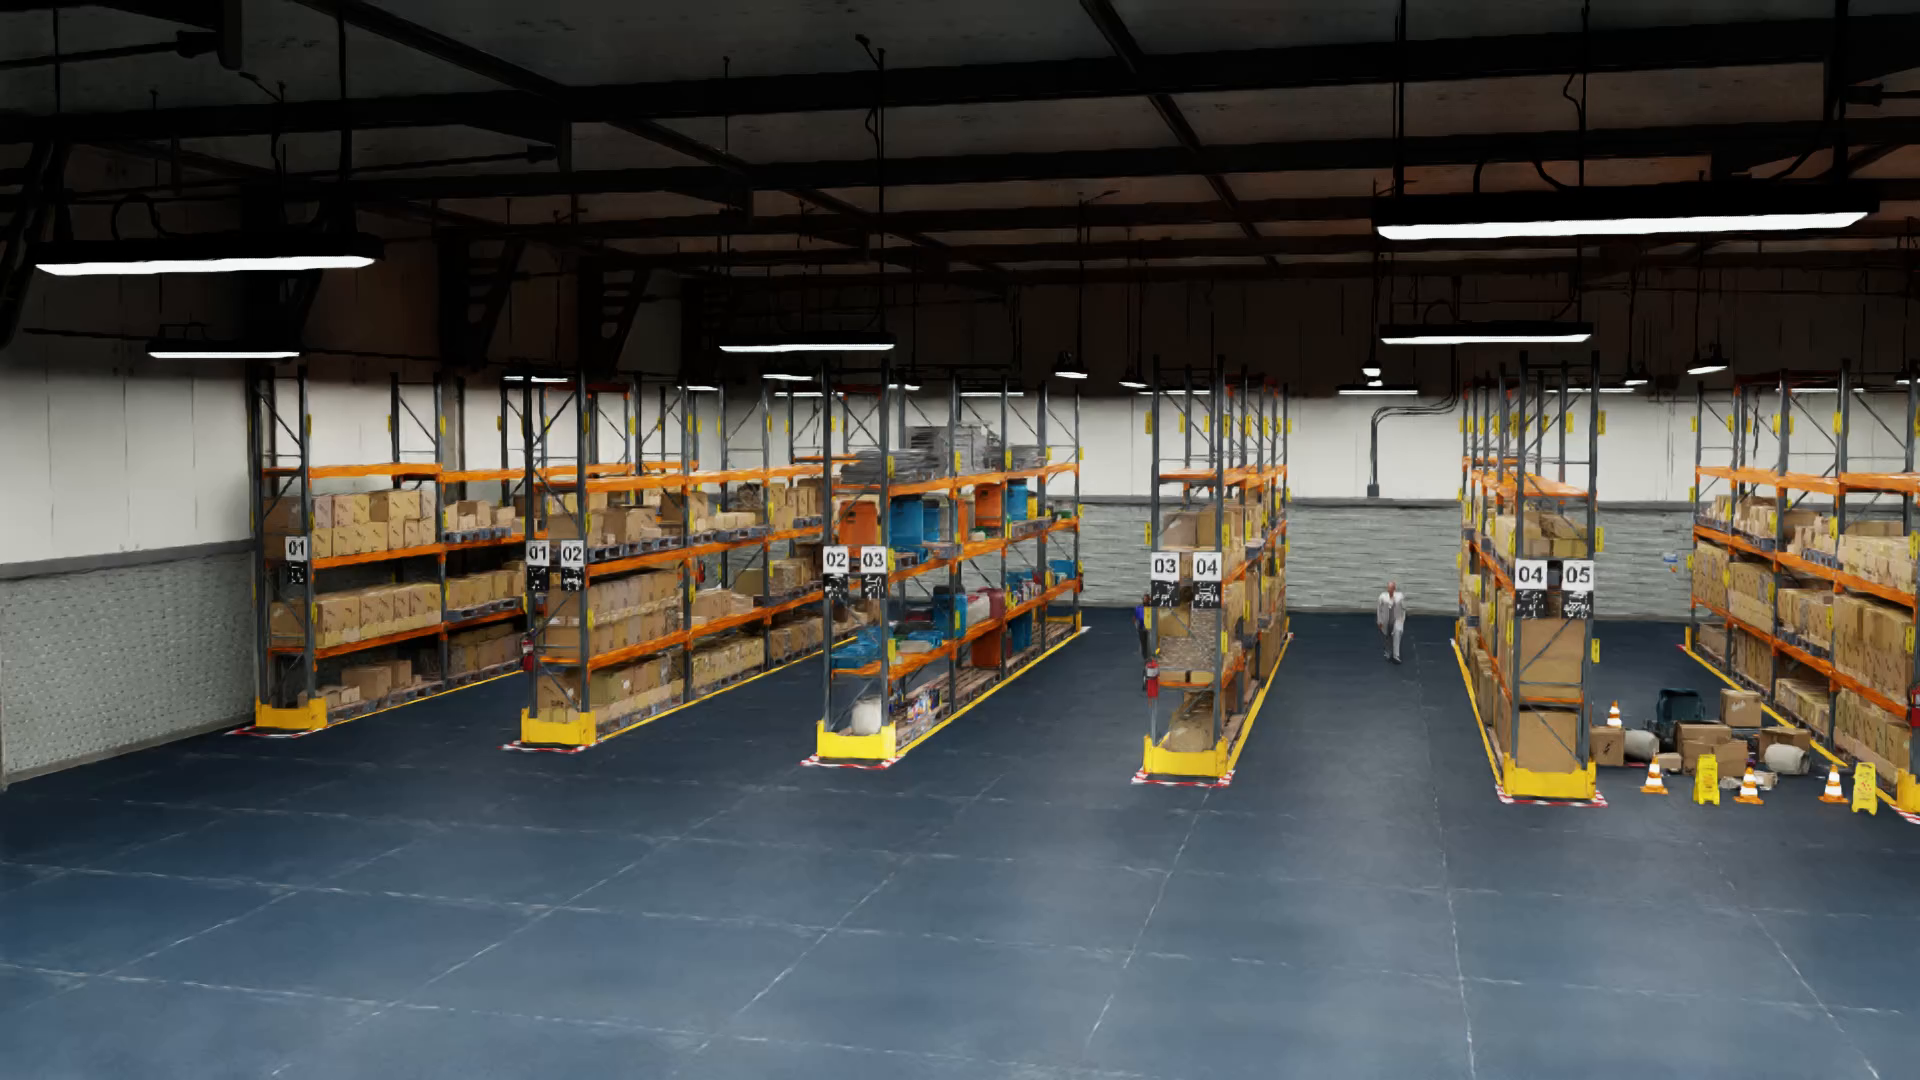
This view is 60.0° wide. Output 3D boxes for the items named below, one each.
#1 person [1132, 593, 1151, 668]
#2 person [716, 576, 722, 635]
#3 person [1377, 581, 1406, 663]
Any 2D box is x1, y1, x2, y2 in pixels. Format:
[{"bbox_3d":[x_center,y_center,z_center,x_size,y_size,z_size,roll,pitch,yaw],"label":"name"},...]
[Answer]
[{"bbox_3d":[3.825,1.867,33.976,0.603,1.590,0.831,1,4,20],"label":"person"},{"bbox_3d":[-5.282,1.584,37.300,0.416,1.679,0.507,-1,4,-17],"label":"person"},{"bbox_3d":[9.121,1.708,35.203,0.598,1.698,1.194,1,4,16],"label":"person"}]
